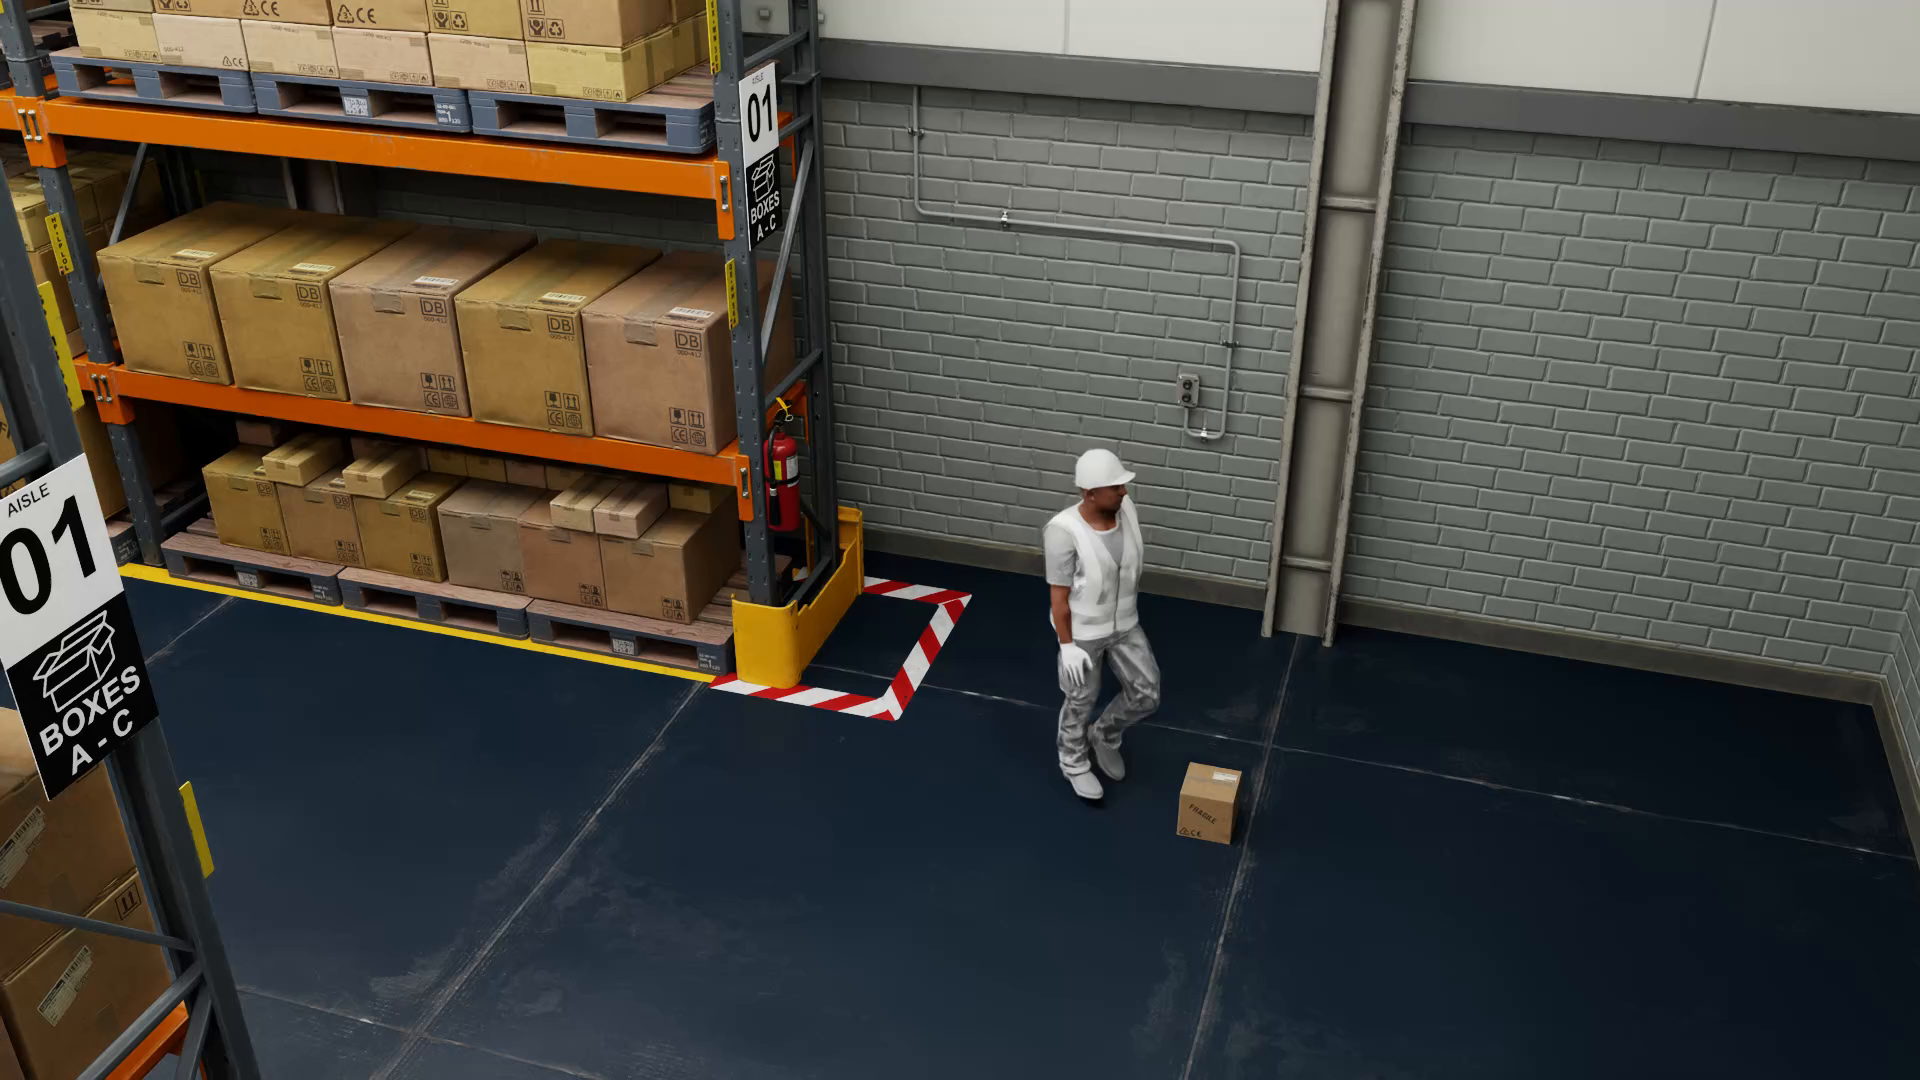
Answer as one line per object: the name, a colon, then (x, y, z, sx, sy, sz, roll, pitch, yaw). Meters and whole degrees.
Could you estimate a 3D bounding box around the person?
person: (0.653, 0.424, 7.695, 0.559, 1.795, 0.460, -16, 33, -27)
